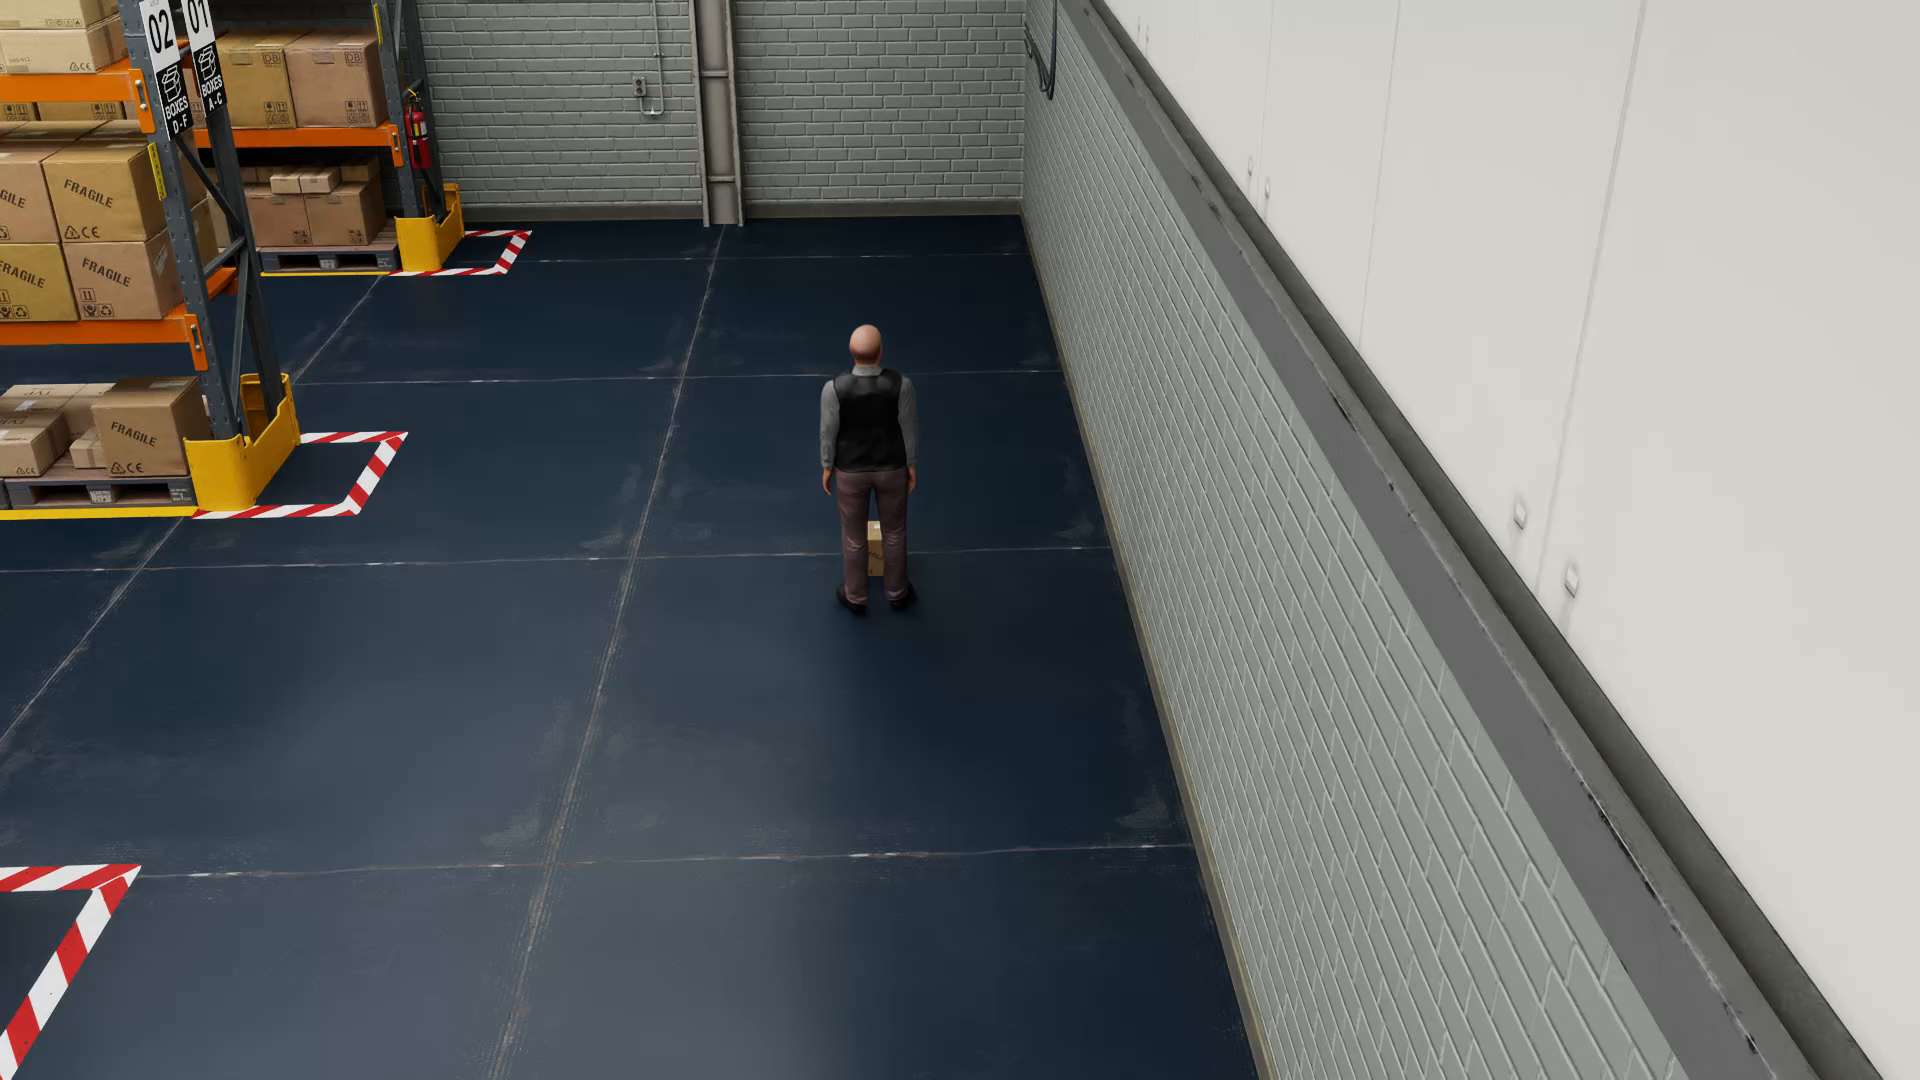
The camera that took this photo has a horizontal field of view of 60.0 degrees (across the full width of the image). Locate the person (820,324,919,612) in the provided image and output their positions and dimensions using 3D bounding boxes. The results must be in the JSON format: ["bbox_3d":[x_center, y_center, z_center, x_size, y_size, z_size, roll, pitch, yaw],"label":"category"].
[{"bbox_3d":[-0.507,-0.364,9.390,0.548,1.638,0.378,-3,28,-7],"label":"person"}]
